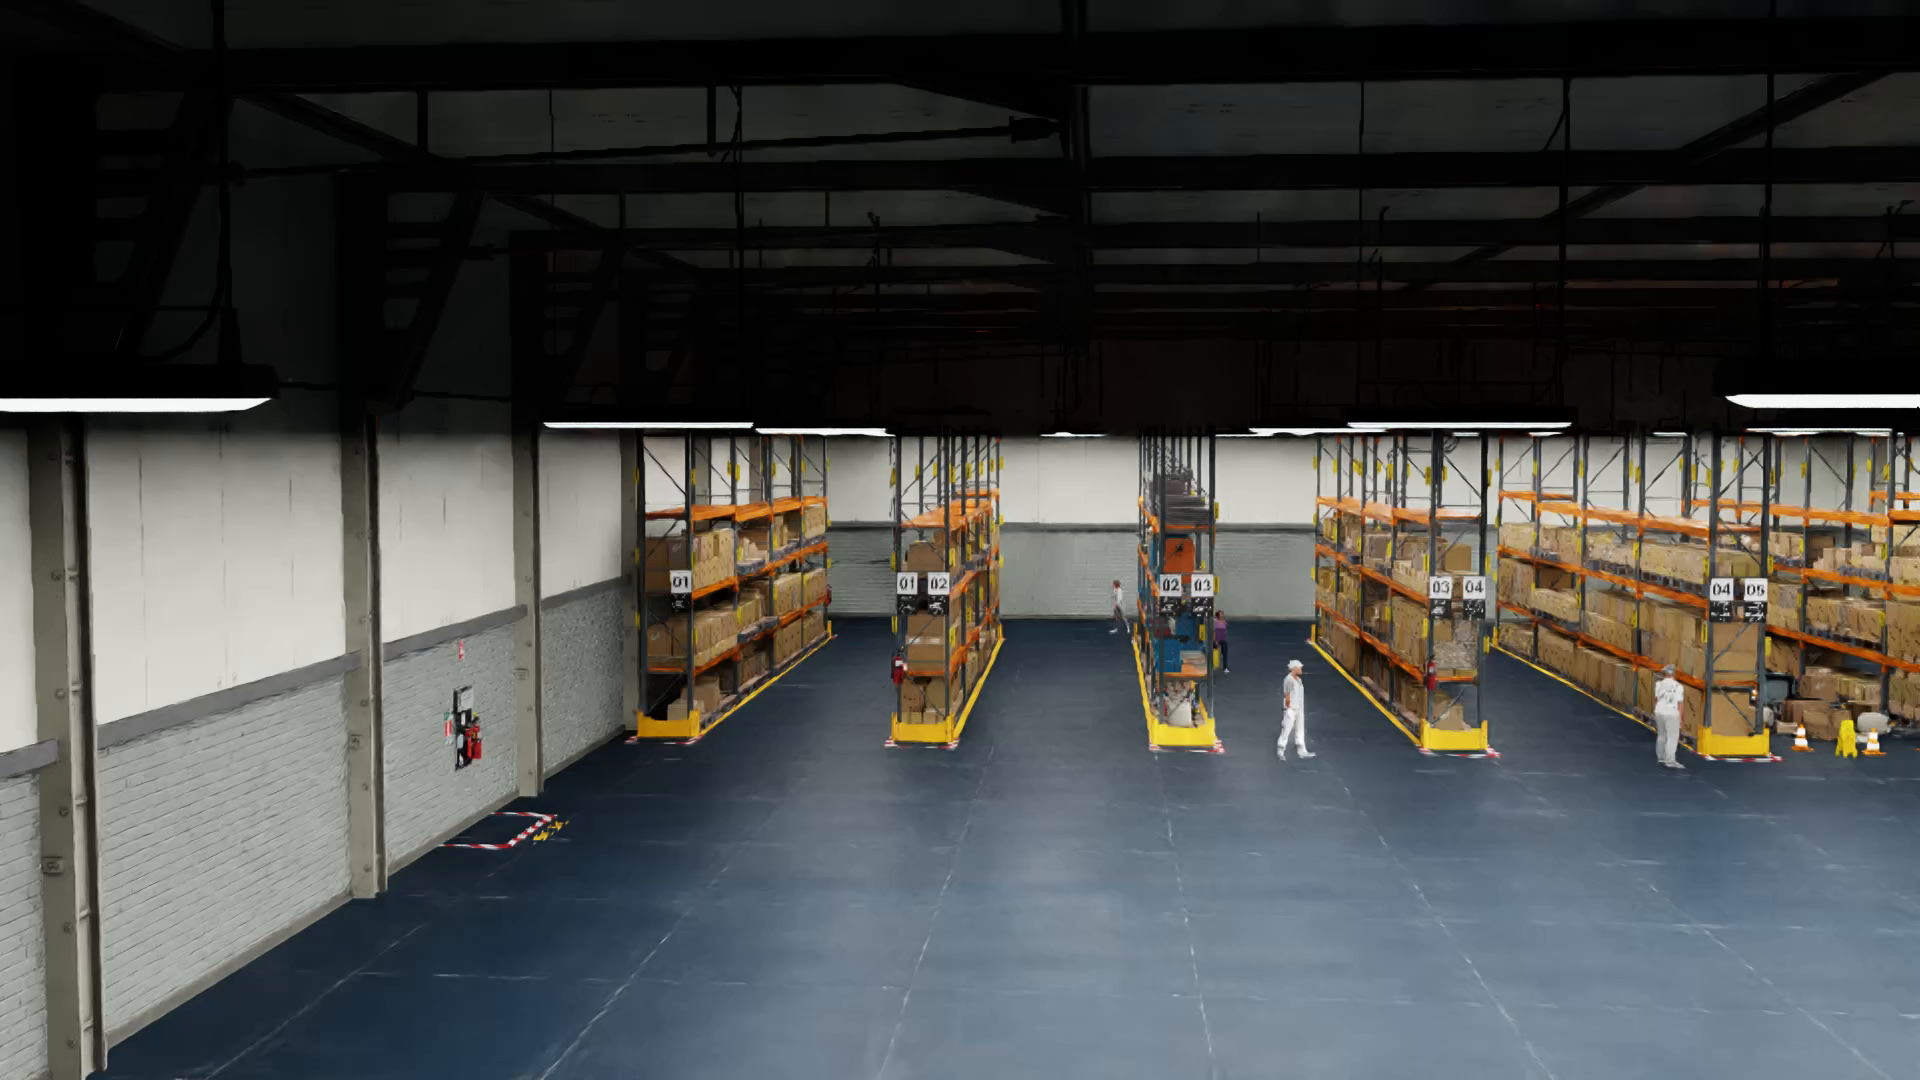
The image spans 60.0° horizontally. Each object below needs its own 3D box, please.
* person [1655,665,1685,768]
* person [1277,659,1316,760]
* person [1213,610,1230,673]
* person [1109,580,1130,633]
[{"bbox_3d":[12.416,3.062,29.043,0.462,1.758,0.576,-2,4,-27],"label":"person"},{"bbox_3d":[5.973,3.013,29.652,0.527,1.780,0.702,3,4,37],"label":"person"},{"bbox_3d":[6.352,2.463,40.749,0.410,1.533,0.955,0,3,-3],"label":"person"},{"bbox_3d":[4.719,1.955,48.960,0.638,1.586,0.444,-1,4,-22],"label":"person"}]
